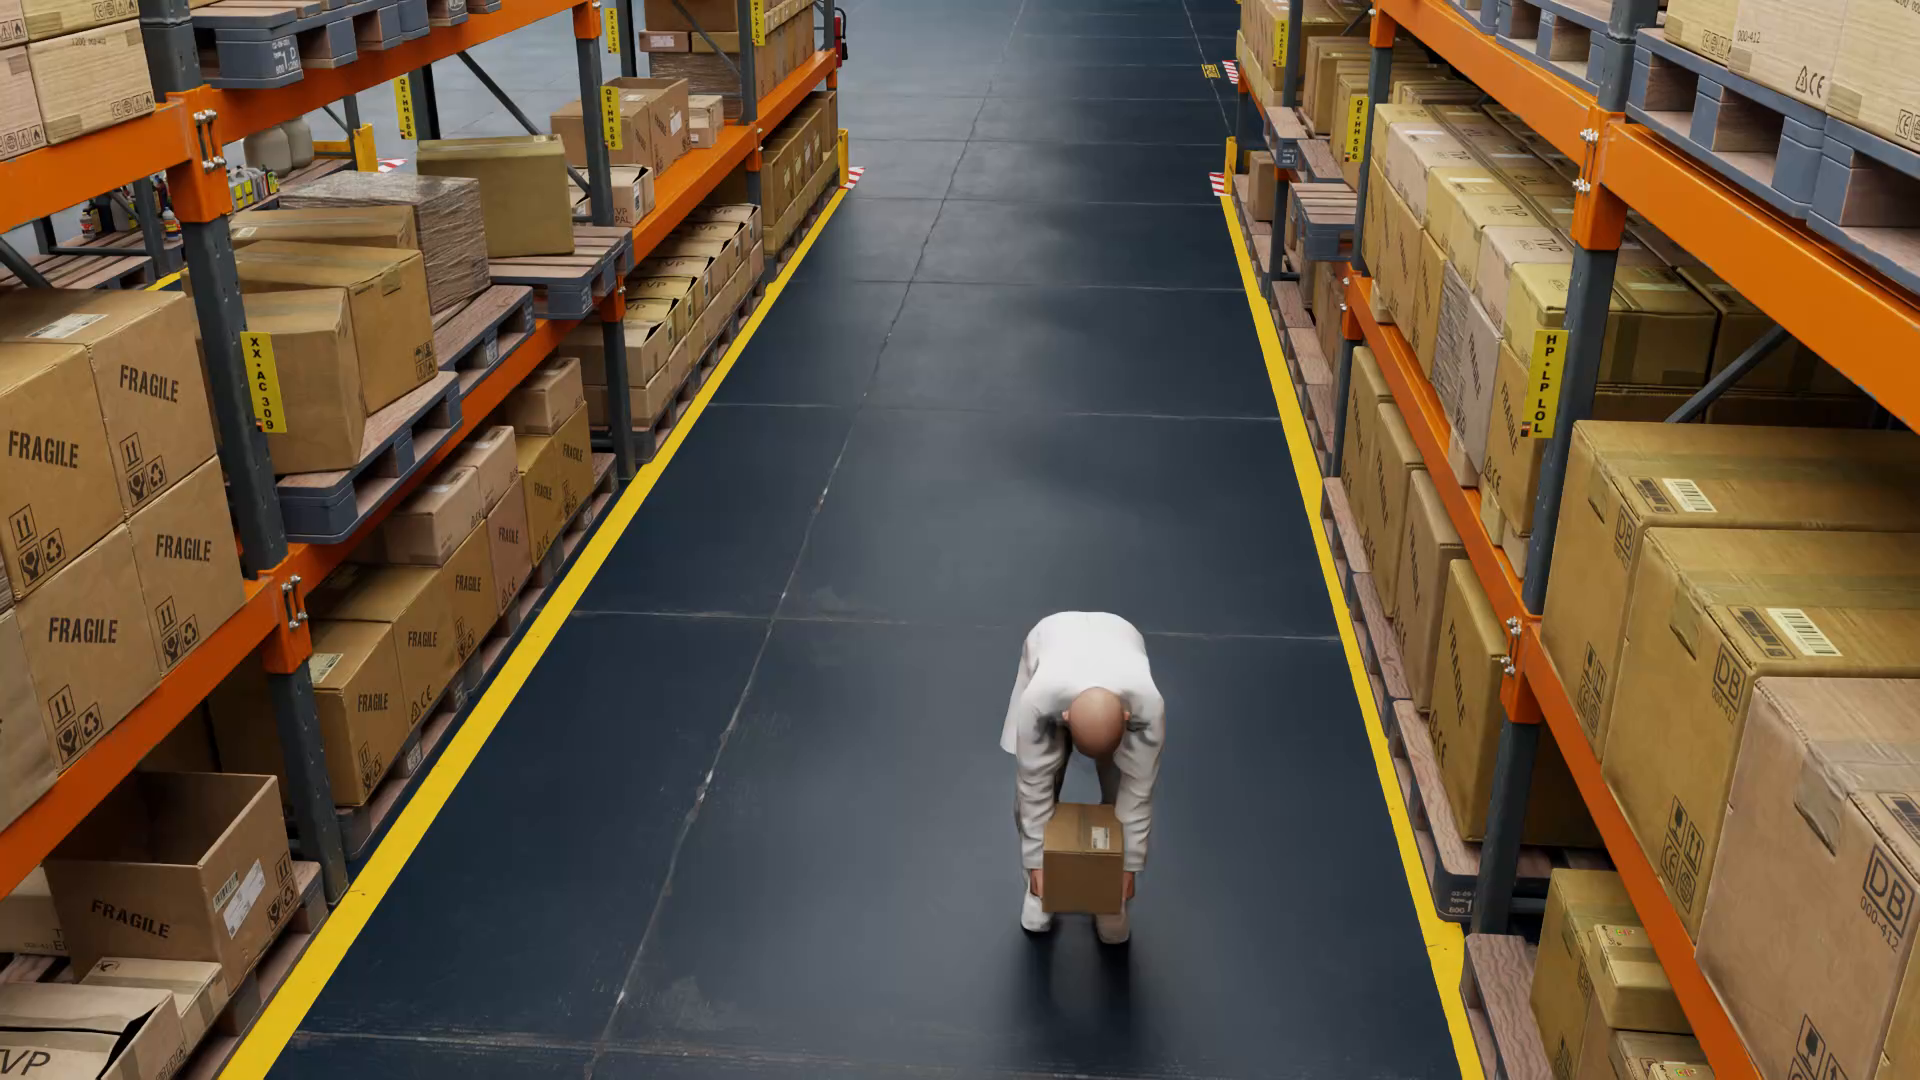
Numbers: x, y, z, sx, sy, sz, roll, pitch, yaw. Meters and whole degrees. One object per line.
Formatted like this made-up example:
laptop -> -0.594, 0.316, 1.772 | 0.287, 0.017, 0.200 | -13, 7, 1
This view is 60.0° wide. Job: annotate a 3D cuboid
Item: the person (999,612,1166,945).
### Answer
person -> 0.401, 0.842, 5.450 | 0.555, 1.204, 0.939 | 1, 24, 2
